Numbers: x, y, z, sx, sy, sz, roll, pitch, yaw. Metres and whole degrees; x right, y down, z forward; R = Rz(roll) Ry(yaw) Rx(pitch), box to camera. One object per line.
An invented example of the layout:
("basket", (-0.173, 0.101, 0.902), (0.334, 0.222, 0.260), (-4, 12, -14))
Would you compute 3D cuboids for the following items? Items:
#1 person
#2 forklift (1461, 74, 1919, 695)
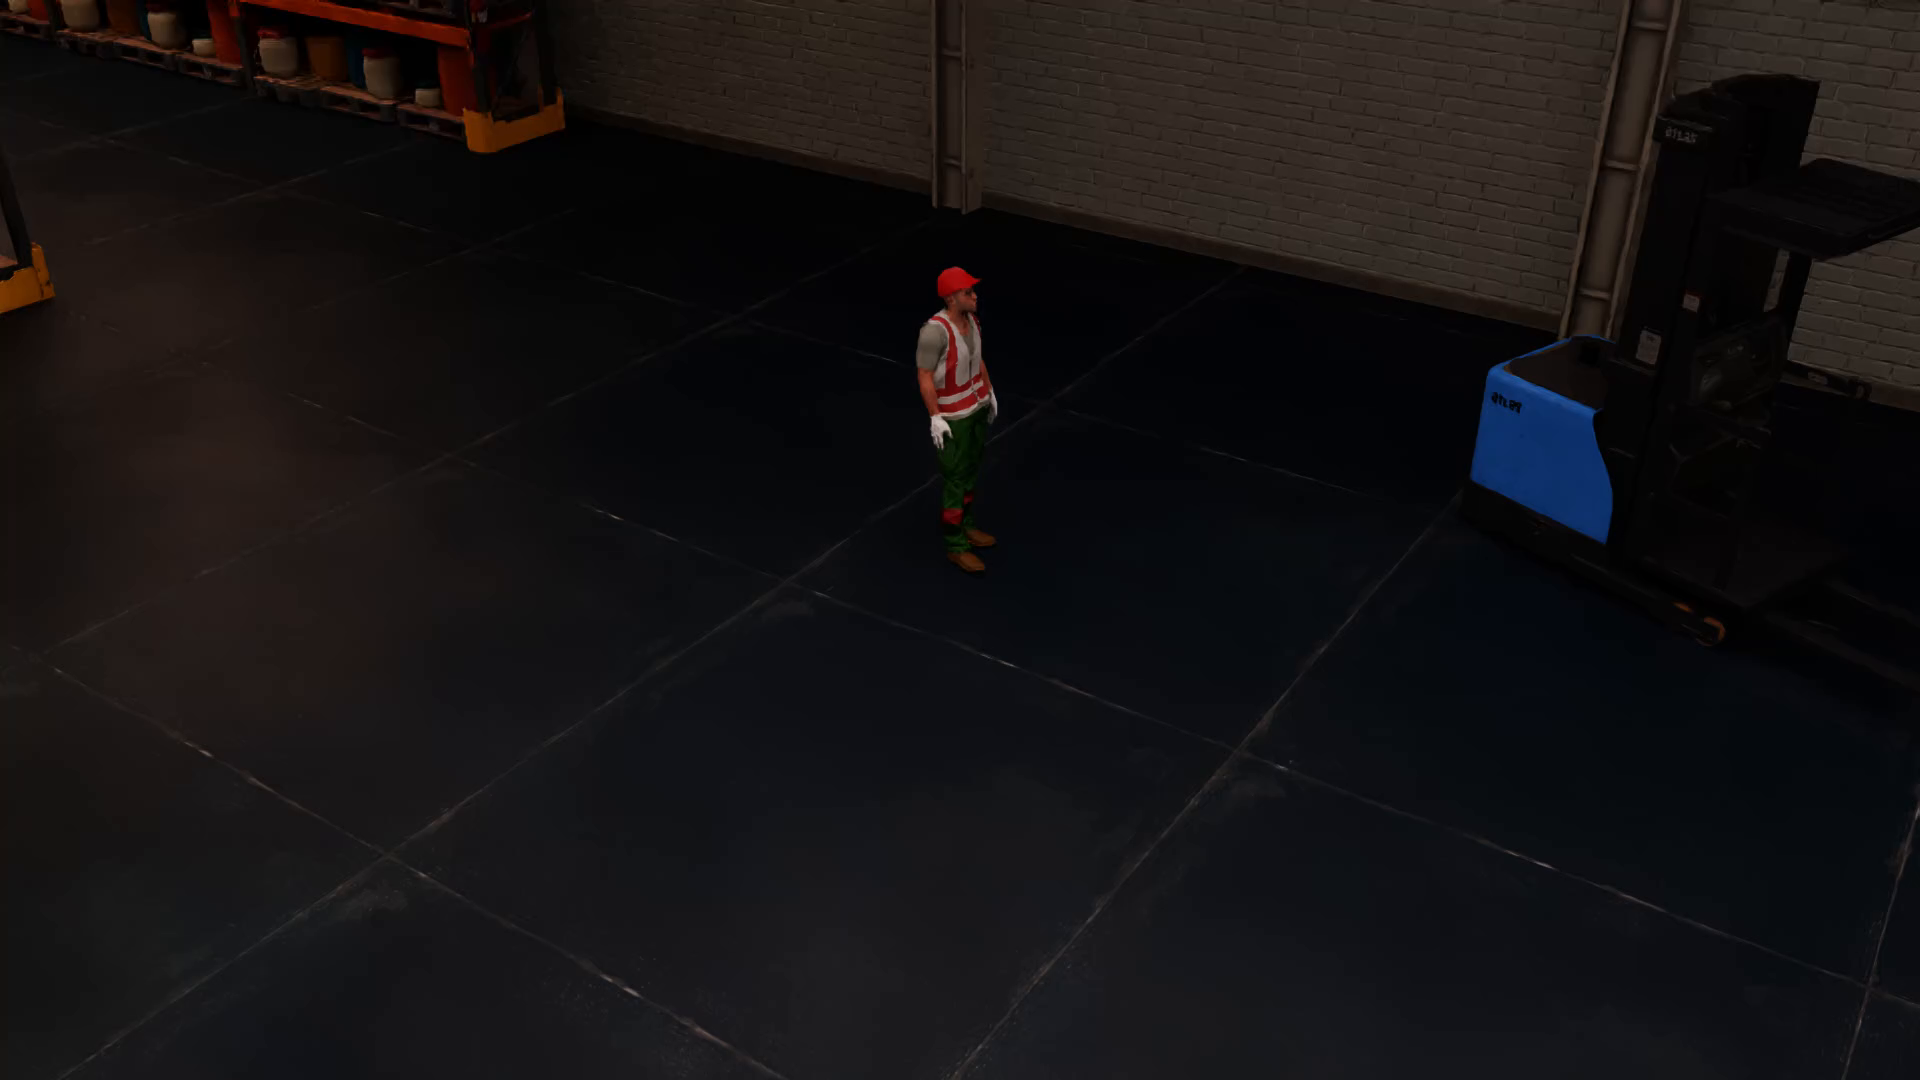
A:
("person", (0.060, -0.752, 10.000), (0.563, 1.787, 0.637), (19, 35, 29))
("forklift", (4.494, -0.942, 9.203), (1.130, 2.935, 3.031), (-20, 36, -31))
